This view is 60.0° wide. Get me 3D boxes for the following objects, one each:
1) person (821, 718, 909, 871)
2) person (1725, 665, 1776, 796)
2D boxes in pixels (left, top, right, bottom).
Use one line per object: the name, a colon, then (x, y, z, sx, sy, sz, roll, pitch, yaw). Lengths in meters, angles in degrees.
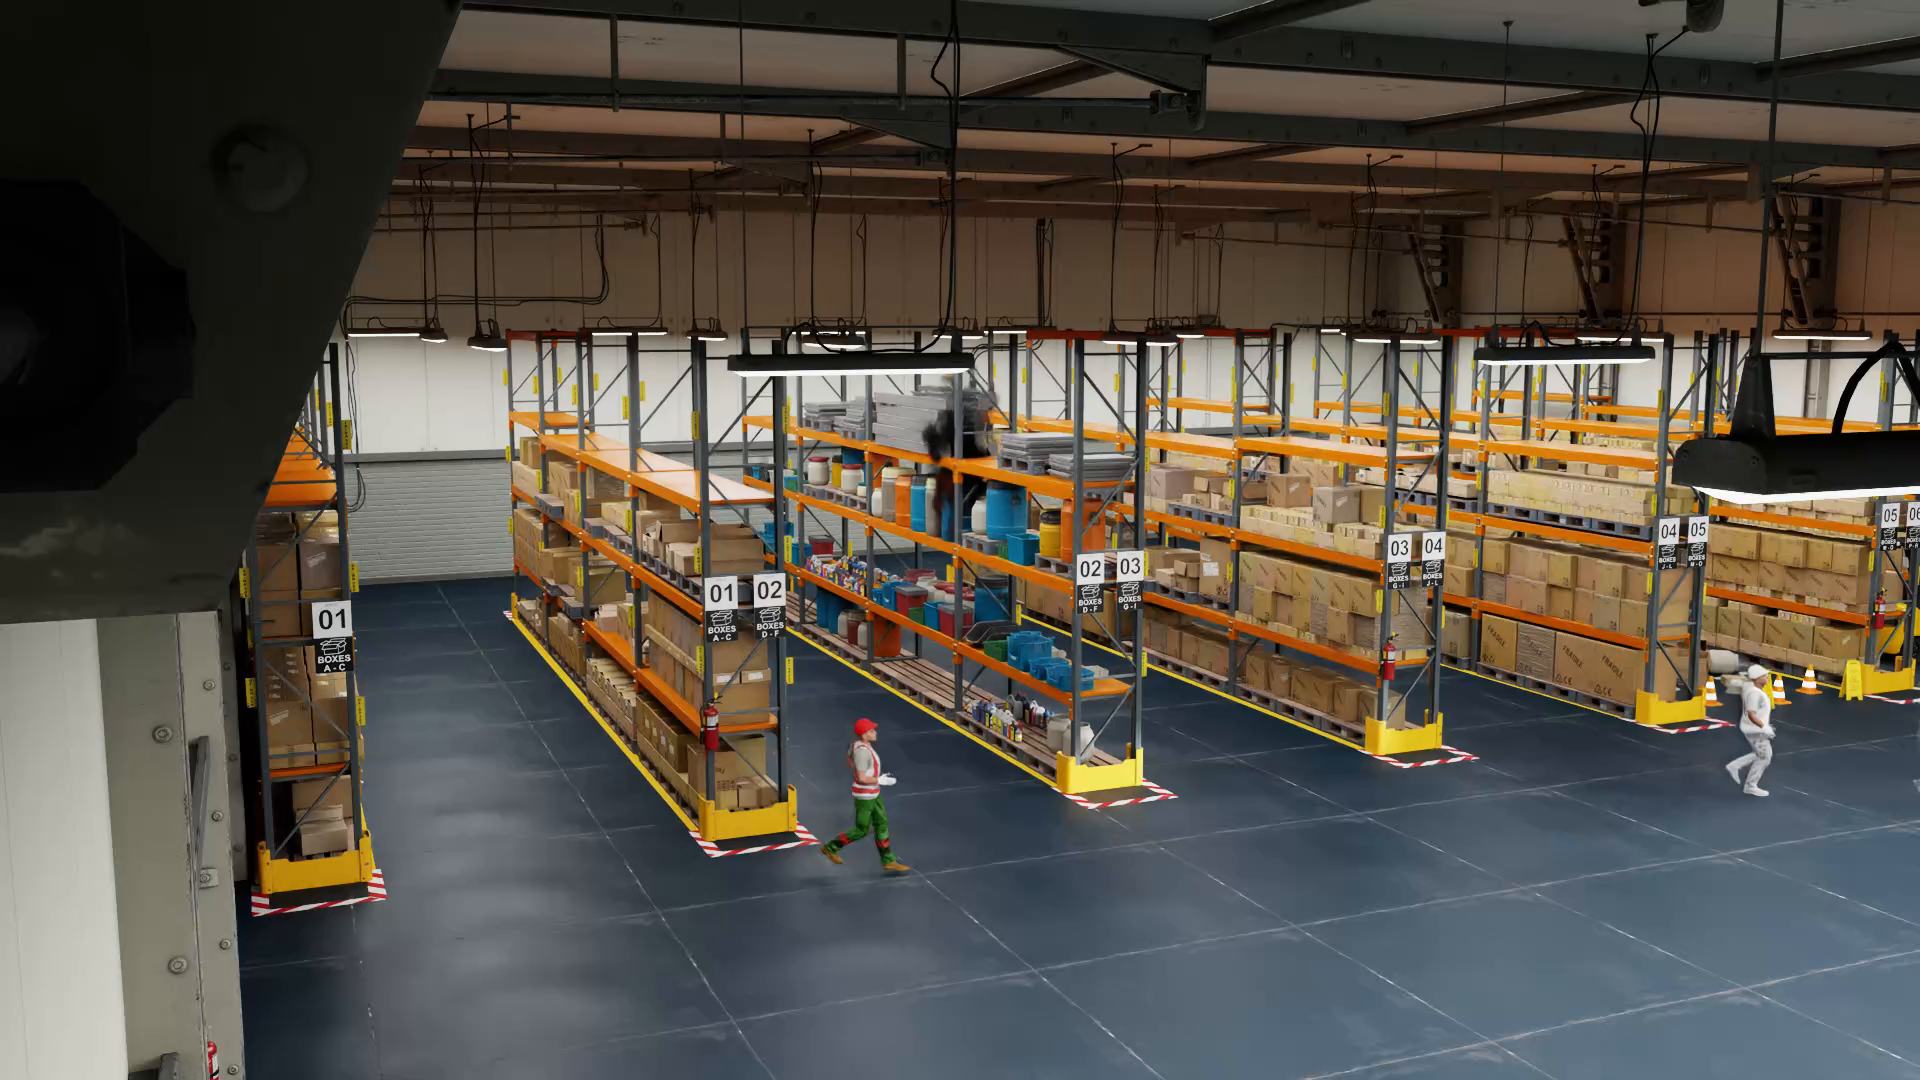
person: (-1.075, 2.888, 18.785, 0.998, 1.781, 0.670, 0, 8, 3)
person: (10.442, 2.500, 21.948, 0.559, 1.745, 0.677, 2, 8, 17)
